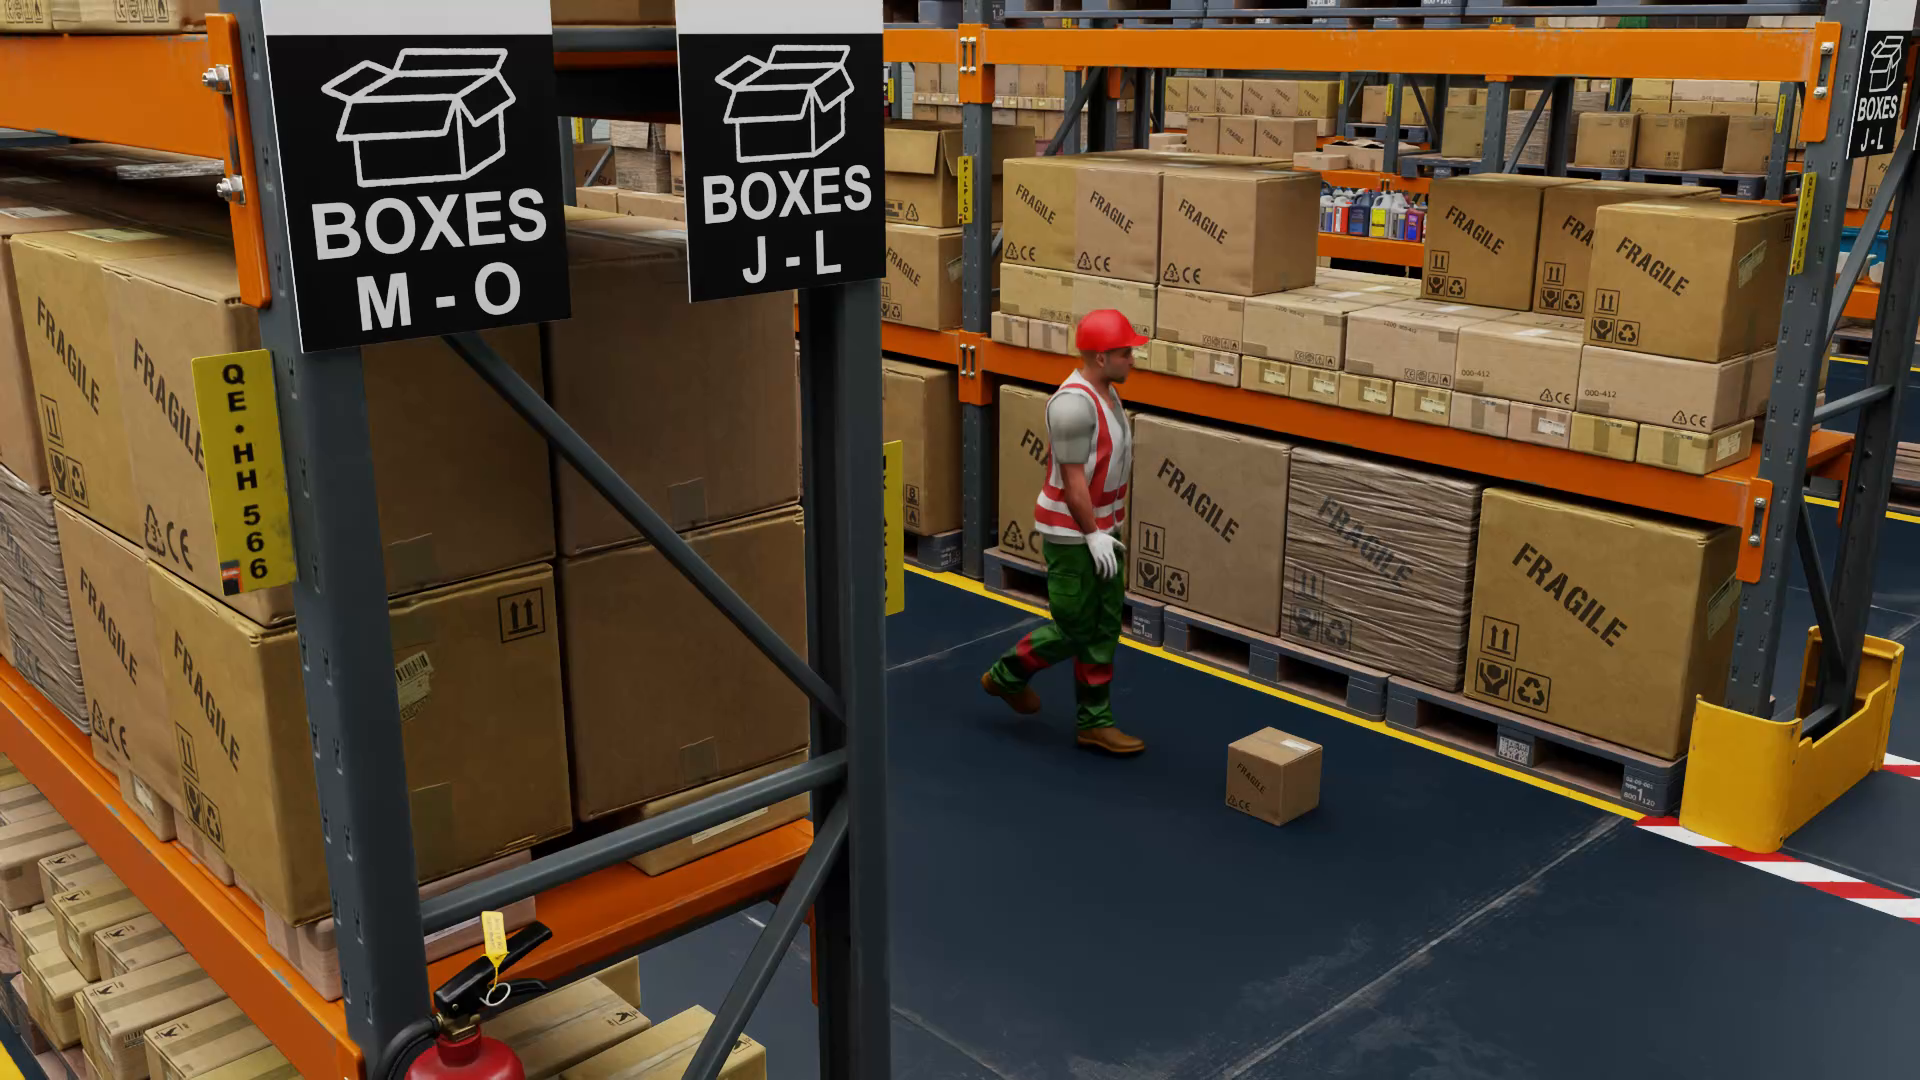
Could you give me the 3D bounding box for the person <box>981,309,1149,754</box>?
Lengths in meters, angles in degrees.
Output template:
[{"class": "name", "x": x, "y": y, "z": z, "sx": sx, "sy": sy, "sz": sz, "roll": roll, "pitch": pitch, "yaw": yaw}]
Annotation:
[{"class": "person", "x": -0.635, "y": -1.837, "z": 12.455, "sx": 8.701, "sy": 1.784, "sz": 10.024, "roll": 10, "pitch": 20, "yaw": 29}]
